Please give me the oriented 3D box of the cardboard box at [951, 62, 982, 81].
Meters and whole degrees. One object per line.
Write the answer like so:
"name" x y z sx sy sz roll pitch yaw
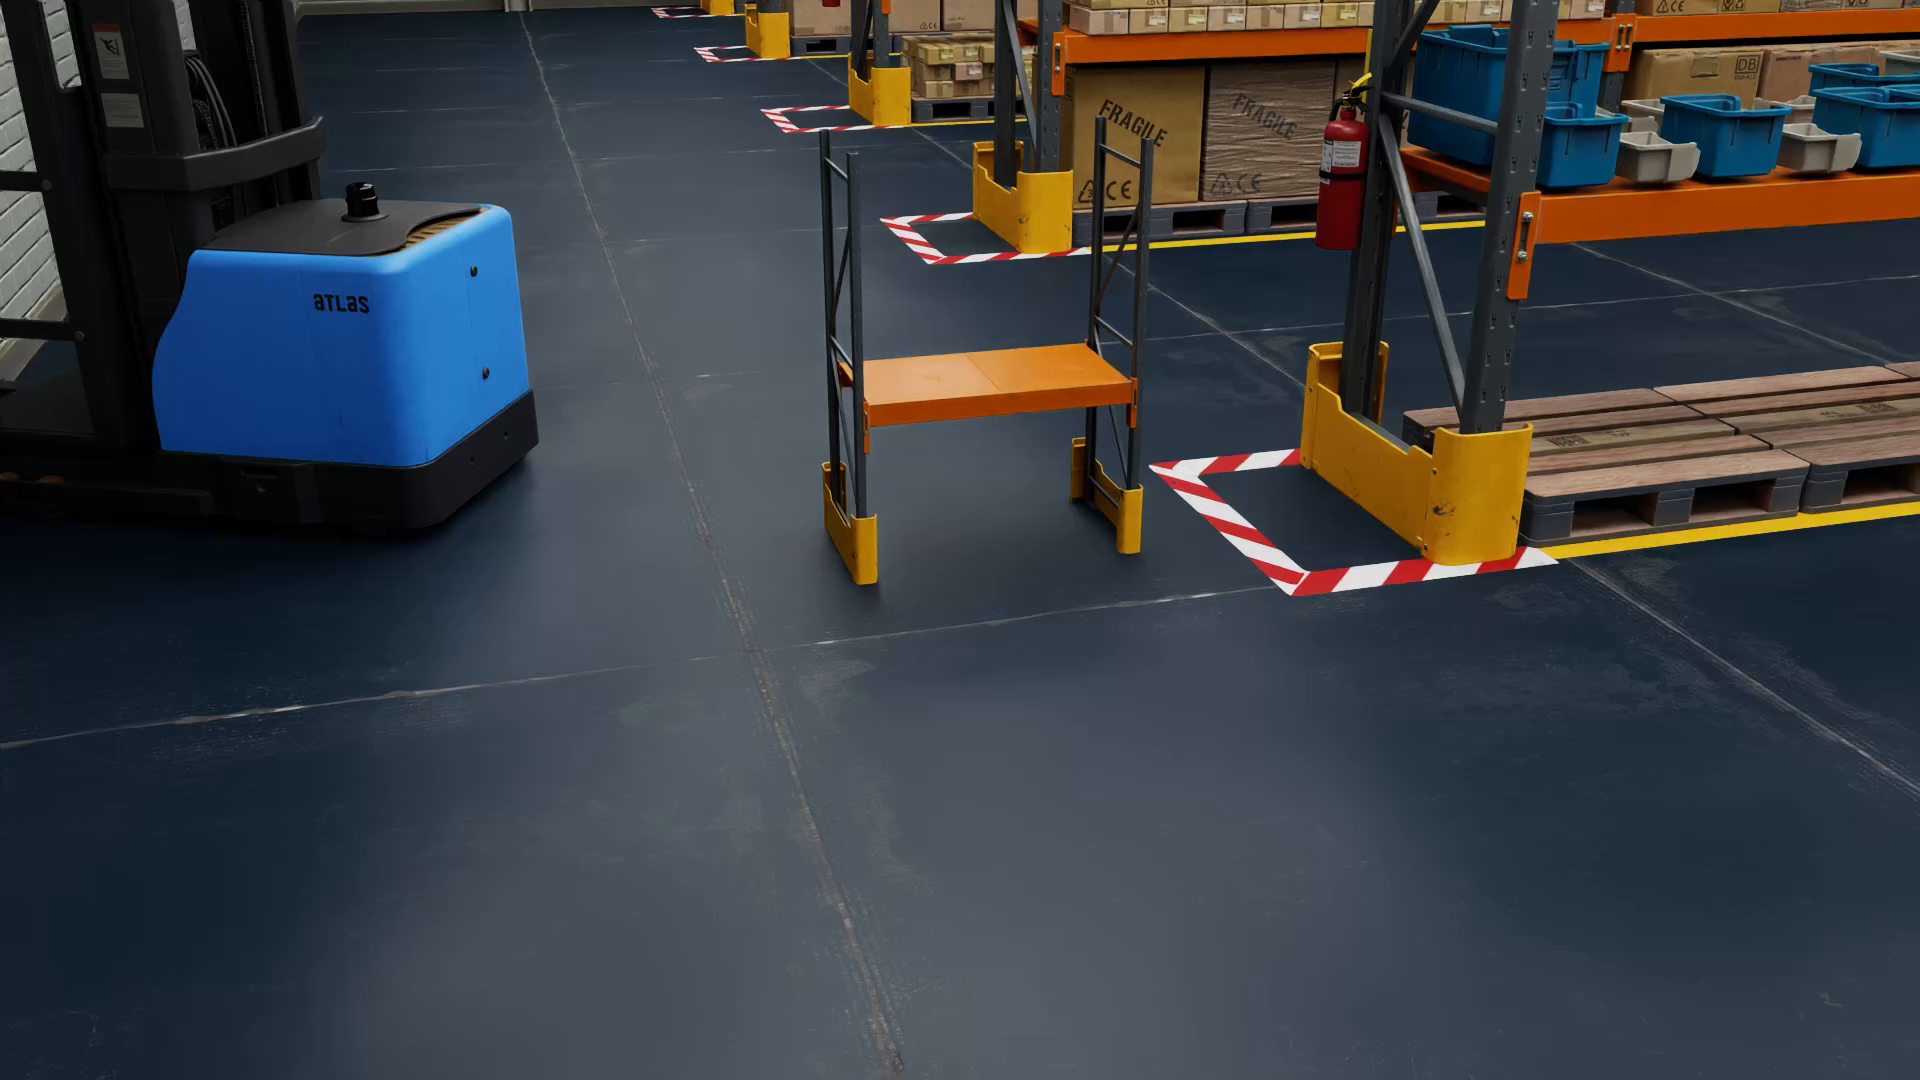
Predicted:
"cardboard box" 0.031 -4.285 15.139 0.250 0.149 0.380 -6 24 -15

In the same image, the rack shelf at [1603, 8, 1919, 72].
"rack shelf" 6.198 -3.714 12.015 4.000 0.370 1.077 -6 24 -14

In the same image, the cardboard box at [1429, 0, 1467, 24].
"cardboard box" 3.076 -3.450 10.804 0.250 0.149 0.380 -6 24 -13

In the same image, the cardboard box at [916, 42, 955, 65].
"cardboard box" -0.225 -4.383 14.989 0.250 0.149 0.380 -7 24 -17

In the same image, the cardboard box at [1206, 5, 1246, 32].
"cardboard box" 1.596 -3.286 10.424 0.250 0.149 0.380 -7 24 -15

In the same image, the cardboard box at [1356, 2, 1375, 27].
"cardboard box" 2.585 -3.396 10.679 0.250 0.149 0.380 -6 24 -14

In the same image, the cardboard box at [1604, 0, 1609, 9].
"cardboard box" 4.649 -4.031 11.714 0.500 0.500 0.500 -6 24 -14

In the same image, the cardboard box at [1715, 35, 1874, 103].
"cardboard box" 5.743 -3.220 12.112 0.875 0.875 1.225 -7 24 -16

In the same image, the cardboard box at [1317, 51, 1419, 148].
"cardboard box" 2.749 -2.913 11.396 0.875 0.875 0.875 -6 24 -14

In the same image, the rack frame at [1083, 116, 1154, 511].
"rack frame" 0.572 -0.752 6.102 0.032 1.500 0.500 -6 24 -14

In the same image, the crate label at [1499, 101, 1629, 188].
"crate label" 2.086 -1.377 5.792 0.303 0.233 0.416 -6 24 -14

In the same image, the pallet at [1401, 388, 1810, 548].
"pallet" 2.563 -0.317 6.721 1.213 0.211 1.003 -6 24 -14

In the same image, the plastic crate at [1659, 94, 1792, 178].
"plastic crate" 2.719 -1.447 5.956 0.300 0.233 0.416 -6 24 -14

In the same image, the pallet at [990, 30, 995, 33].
"pallet" 0.842 -6.262 20.575 1.213 0.211 1.003 -6 24 -14

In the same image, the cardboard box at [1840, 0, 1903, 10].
"cardboard box" 6.245 -3.996 11.632 0.500 0.500 0.500 -6 24 -13

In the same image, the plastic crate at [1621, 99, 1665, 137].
"plastic crate" 2.778 -1.613 6.463 0.243 0.136 0.396 -6 24 -14

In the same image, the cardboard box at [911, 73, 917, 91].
"cardboard box" -0.371 -4.318 15.592 0.250 0.149 0.380 -6 24 -13

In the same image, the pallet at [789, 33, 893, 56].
"pallet" -1.507 -6.002 19.969 1.213 0.211 1.003 -6 24 -14

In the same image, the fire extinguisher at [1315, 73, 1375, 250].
"fire extinguisher" 1.491 -1.475 6.454 0.183 0.674 0.296 -6 24 -14

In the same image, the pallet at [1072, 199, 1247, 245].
"pallet" 1.170 -2.239 11.201 1.213 0.211 1.003 -6 24 -14

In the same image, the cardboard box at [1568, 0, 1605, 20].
"cardboard box" 4.067 -3.560 11.060 0.250 0.149 0.380 -6 24 -14

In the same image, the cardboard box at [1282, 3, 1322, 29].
"cardboard box" 2.089 -3.341 10.550 0.250 0.149 0.380 -7 24 -15

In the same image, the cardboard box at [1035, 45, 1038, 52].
"cardboard box" 0.771 -4.520 15.308 0.250 0.149 0.380 -5 24 -12

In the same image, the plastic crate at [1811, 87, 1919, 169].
"plastic crate" 3.353 -1.518 6.119 0.300 0.233 0.416 -6 24 -14

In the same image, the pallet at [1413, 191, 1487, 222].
"pallet" 3.519 -2.499 11.807 1.213 0.211 1.003 -6 24 -14

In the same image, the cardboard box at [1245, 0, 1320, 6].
"cardboard box" 1.940 -3.532 10.491 0.500 0.250 0.500 -7 24 -16

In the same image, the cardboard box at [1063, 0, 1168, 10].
"cardboard box" 0.956 -3.422 10.235 0.500 0.250 0.500 -7 24 -16

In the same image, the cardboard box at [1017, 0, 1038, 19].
"cardboard box" 0.962 -6.584 20.506 0.875 0.438 0.875 -7 24 -15

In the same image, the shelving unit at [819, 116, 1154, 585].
"shelving unit" 0.073 -0.697 5.973 1.083 1.500 0.587 -6 24 -14

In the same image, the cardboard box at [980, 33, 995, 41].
"cardboard box" 0.359 -4.693 15.711 0.250 0.149 0.380 -7 24 -16

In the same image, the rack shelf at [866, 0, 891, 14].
"rack shelf" 1.104 -5.182 15.435 4.000 0.370 1.077 -6 24 -14

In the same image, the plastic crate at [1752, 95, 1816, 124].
"plastic crate" 3.320 -1.690 6.644 0.250 0.136 0.298 -6 24 -14

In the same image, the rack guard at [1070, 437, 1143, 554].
"rack guard" 0.553 -0.176 6.343 0.087 0.250 0.587 -6 24 -14

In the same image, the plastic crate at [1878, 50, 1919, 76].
"plastic crate" 4.090 -1.832 6.789 0.530 0.282 0.437 -6 24 -14

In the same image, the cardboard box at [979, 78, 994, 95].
"cardboard box" 0.237 -4.205 15.328 0.250 0.149 0.380 -6 24 -14

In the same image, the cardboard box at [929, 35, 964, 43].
"cardboard box" -0.123 -4.613 15.526 0.250 0.149 0.380 -6 24 -13

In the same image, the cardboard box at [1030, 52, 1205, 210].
"cardboard box" 1.016 -2.721 10.949 0.875 0.875 0.875 -6 24 -14

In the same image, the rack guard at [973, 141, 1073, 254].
"rack guard" 0.398 -2.255 10.870 0.348 0.500 1.175 -6 24 -14

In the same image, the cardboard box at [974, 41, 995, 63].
"cardboard box" 0.285 -4.436 15.113 0.250 0.149 0.380 -6 24 -15

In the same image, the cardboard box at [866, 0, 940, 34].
"cardboard box" -0.769 -6.393 20.061 0.875 0.438 0.875 -6 24 -13

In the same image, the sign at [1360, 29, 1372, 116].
"sign" 1.595 -1.807 6.451 0.005 0.325 0.100 -6 24 -14

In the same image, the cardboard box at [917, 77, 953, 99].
"cardboard box" -0.231 -4.117 15.123 0.250 0.149 0.380 -6 24 -13

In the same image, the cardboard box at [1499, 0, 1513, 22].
"cardboard box" 3.572 -3.505 10.933 0.250 0.149 0.380 -7 24 -15

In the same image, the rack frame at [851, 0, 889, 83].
"rack frame" -0.822 -5.300 14.797 0.127 3.000 1.000 -6 24 -14

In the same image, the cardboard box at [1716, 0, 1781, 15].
"cardboard box" 5.266 -3.886 11.375 0.500 0.500 0.500 -6 24 -14

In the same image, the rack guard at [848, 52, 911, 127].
"rack guard" -0.748 -4.159 15.309 0.348 0.500 1.175 -6 24 -14

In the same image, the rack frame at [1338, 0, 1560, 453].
"rack frame" 1.759 -1.525 6.001 0.127 3.000 1.000 -6 24 -14

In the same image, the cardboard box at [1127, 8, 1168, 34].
"cardboard box" 1.099 -3.231 10.294 0.250 0.149 0.380 -7 24 -15

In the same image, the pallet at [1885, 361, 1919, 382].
"pallet" 4.913 -0.577 7.327 1.213 0.211 1.003 -6 24 -14

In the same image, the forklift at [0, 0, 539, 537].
"forklift" -3.347 -1.628 6.327 3.031 2.935 1.130 4 24 10

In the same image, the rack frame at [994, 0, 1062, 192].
"rack frame" 0.421 -3.406 10.383 0.127 3.000 1.000 -6 24 -14

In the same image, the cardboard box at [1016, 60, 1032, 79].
"cardboard box" 0.519 -4.331 15.245 0.250 0.149 0.380 -6 24 -13
